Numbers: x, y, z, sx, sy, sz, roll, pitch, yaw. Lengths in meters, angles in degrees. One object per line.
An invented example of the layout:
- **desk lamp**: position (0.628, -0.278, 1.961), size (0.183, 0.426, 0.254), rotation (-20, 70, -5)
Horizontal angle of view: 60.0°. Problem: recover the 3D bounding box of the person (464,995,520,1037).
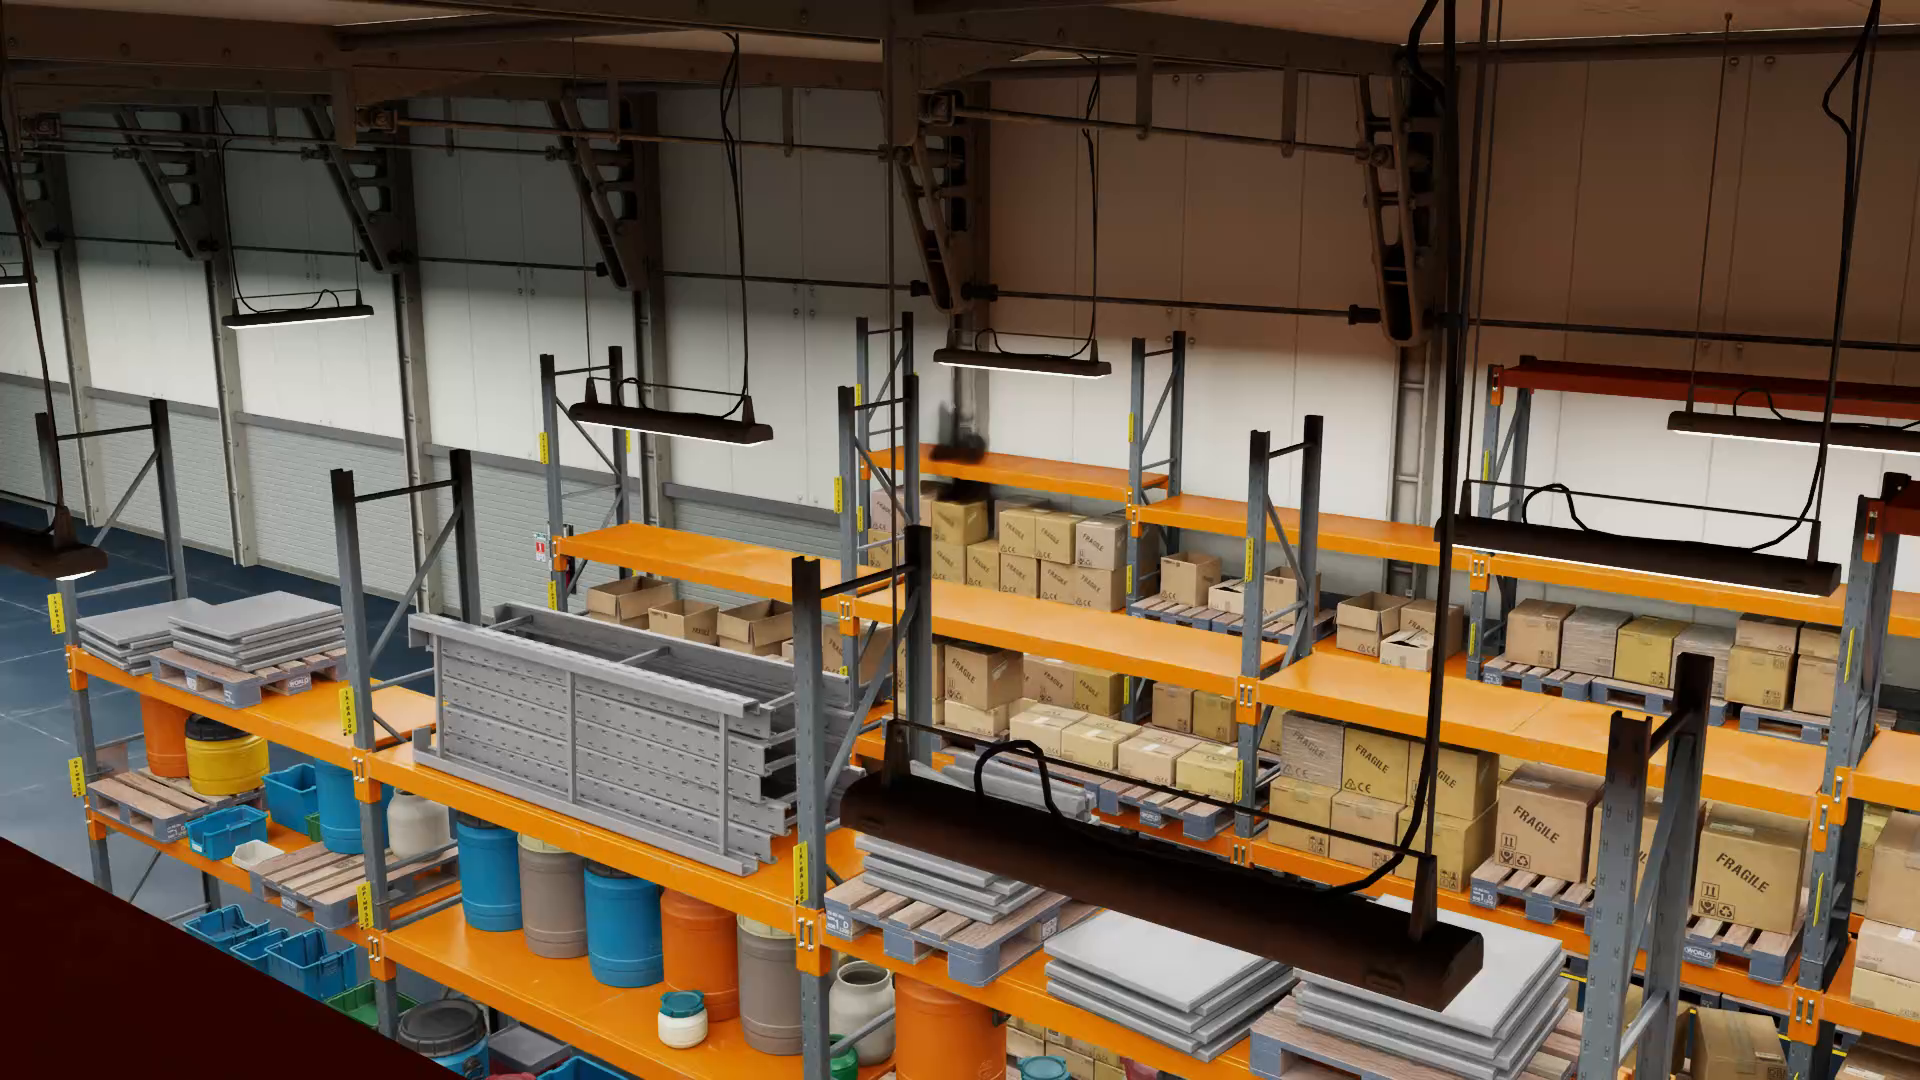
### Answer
- **person**: position (-4.140, 3.880, 14.909), size (0.714, 1.712, 0.576), rotation (7, 15, 27)
